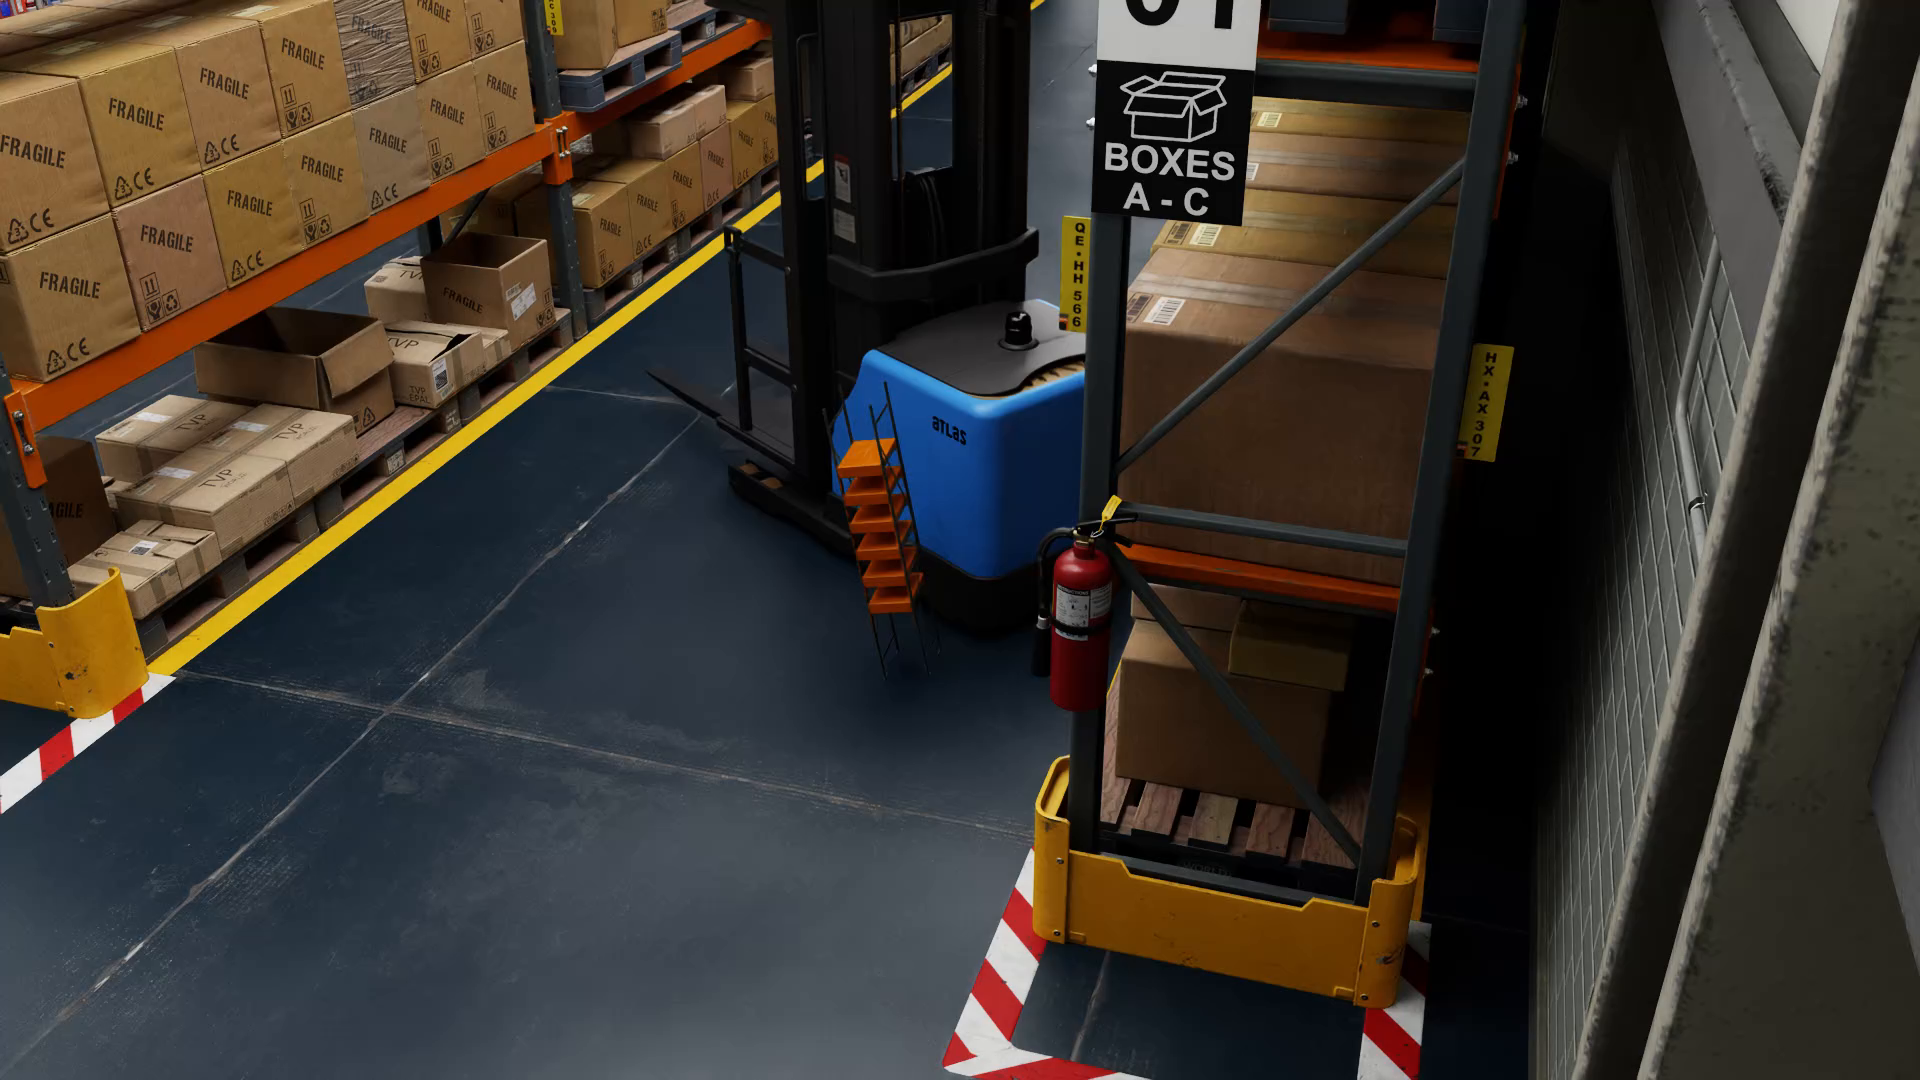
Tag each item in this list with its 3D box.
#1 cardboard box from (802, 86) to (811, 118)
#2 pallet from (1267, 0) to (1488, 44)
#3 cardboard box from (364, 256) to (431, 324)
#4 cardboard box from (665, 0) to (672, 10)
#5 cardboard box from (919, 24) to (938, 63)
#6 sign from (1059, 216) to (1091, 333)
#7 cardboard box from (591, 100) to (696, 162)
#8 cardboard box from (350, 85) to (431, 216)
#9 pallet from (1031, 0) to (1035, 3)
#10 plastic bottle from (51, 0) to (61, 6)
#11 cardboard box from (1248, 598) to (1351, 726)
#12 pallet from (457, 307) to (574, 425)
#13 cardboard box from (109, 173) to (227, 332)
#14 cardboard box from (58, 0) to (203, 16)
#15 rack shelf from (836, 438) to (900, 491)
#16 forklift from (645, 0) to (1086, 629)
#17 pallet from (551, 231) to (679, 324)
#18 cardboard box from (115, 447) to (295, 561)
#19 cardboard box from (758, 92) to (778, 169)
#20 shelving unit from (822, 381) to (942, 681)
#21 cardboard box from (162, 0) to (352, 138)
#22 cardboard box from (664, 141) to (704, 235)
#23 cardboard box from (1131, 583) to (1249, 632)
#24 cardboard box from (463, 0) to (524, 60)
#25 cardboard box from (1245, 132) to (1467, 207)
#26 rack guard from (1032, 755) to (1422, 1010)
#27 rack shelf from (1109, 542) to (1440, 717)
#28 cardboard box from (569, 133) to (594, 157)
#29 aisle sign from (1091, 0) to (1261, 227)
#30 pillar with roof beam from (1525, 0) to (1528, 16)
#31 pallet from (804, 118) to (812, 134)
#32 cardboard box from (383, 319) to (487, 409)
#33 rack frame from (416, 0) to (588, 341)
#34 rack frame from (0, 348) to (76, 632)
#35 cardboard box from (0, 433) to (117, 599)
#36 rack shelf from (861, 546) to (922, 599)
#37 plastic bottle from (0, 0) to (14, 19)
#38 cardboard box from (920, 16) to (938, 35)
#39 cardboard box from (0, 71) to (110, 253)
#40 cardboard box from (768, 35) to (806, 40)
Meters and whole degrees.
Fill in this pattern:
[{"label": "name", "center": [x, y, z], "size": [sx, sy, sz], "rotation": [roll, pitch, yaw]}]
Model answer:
[{"label": "cardboard box", "center": [-1.116, -3.632, 13.589], "size": [0.500, 0.250, 0.500], "rotation": [8, 30, 15]}, {"label": "pallet", "center": [1.045, -1.644, 4.625], "size": [1.003, 0.211, 1.213], "rotation": [8, 30, 15]}, {"label": "cardboard box", "center": [-3.055, -1.443, 9.571], "size": [0.500, 0.311, 0.500], "rotation": [8, 30, 15]}, {"label": "cardboard box", "center": [-2.265, -3.647, 10.685], "size": [0.700, 0.500, 0.500], "rotation": [1, 29, 2]}, {"label": "cardboard box", "center": [-0.521, -4.583, 15.298], "size": [0.500, 0.250, 0.500], "rotation": [9, 30, 16]}, {"label": "sign", "center": [0.323, -0.719, 4.522], "size": [0.100, 0.325, 0.005], "rotation": [8, 30, 15]}, {"label": "cardboard box", "center": [-2.056, -2.672, 10.815], "size": [0.500, 0.250, 0.500], "rotation": [9, 30, 15]}, {"label": "cardboard box", "center": [-2.925, -1.885, 7.951], "size": [0.500, 0.500, 0.500], "rotation": [9, 30, 16]}, {"label": "pallet", "center": [0.253, -6.021, 18.356], "size": [1.003, 0.211, 1.213], "rotation": [8, 30, 15]}, {"label": "plastic bottle", "center": [-6.559, -3.991, 11.970], "size": [0.097, 0.271, 0.097], "rotation": [0, 29, 0]}, {"label": "cardboard box", "center": [1.094, 0.311, 6.244], "size": [0.700, 0.500, 0.500], "rotation": [8, 30, 15]}, {"label": "pallet", "center": [-2.927, -1.052, 9.424], "size": [1.003, 0.211, 1.213], "rotation": [8, 30, 15]}, {"label": "cardboard box", "center": [-3.370, -1.183, 6.689], "size": [0.500, 0.500, 0.500], "rotation": [8, 30, 14]}, {"label": "cardboard box", "center": [-3.585, -2.173, 7.438], "size": [0.500, 0.500, 0.500], "rotation": [9, 30, 16]}, {"label": "rack shelf", "center": [-0.349, -0.296, 6.392], "size": [0.180, 0.103, 0.258], "rotation": [-3, 28, 15]}, {"label": "forklift", "center": [-0.474, -1.554, 7.528], "size": [1.130, 2.935, 3.031], "rotation": [-22, 36, -34]}, {"label": "pallet", "center": [-2.522, -1.754, 10.686], "size": [1.003, 0.211, 1.213], "rotation": [8, 30, 15]}, {"label": "cardboard box", "center": [-3.321, -0.166, 7.338], "size": [0.500, 0.250, 0.500], "rotation": [8, 30, 15]}, {"label": "cardboard box", "center": [-1.601, -3.080, 12.320], "size": [0.500, 0.500, 0.500], "rotation": [10, 31, 17]}, {"label": "shelving unit", "center": [-0.294, -0.019, 6.533], "size": [0.189, 1.200, 0.258], "rotation": [-3, 28, 15]}, {"label": "cardboard box", "center": [-3.071, -2.092, 7.293], "size": [0.500, 0.500, 0.500], "rotation": [8, 30, 14]}, {"label": "cardboard box", "center": [-2.050, -2.360, 11.026], "size": [0.500, 0.500, 0.500], "rotation": [9, 30, 15]}, {"label": "cardboard box", "center": [0.811, 0.175, 5.823], "size": [0.380, 0.149, 0.250], "rotation": [8, 30, 14]}, {"label": "cardboard box", "center": [-2.626, -2.798, 8.563], "size": [0.500, 0.500, 0.500], "rotation": [9, 30, 15]}, {"label": "cardboard box", "center": [1.413, -1.088, 6.311], "size": [0.980, 0.700, 0.700], "rotation": [7, 30, 12]}, {"label": "rack guard", "center": [0.831, 1.078, 5.298], "size": [1.175, 0.500, 0.348], "rotation": [8, 30, 15]}, {"label": "rack shelf", "center": [1.425, -0.641, 6.556], "size": [1.077, 0.370, 4.000], "rotation": [8, 30, 15]}, {"label": "cardboard box", "center": [-2.553, -2.421, 11.135], "size": [0.500, 0.500, 0.500], "rotation": [9, 30, 15]}, {"label": "aisle sign", "center": [0.530, -1.171, 4.095], "size": [0.394, 0.787, 0.004], "rotation": [8, 30, 15]}, {"label": "pillar with roof beam", "center": [2.040, -10.248, 16.916], "size": [9.100, 9.000, 0.400], "rotation": [8, 30, 15]}, {"label": "pallet", "center": [-1.272, -3.607, 14.017], "size": [1.003, 0.211, 1.213], "rotation": [8, 30, 15]}, {"label": "cardboard box", "center": [-2.841, -0.953, 8.691], "size": [0.500, 0.311, 0.500], "rotation": [8, 30, 15]}, {"label": "rack frame", "center": [-2.725, -2.590, 9.319], "size": [1.000, 3.000, 0.127], "rotation": [8, 30, 15]}, {"label": "rack frame", "center": [-3.899, -0.731, 5.978], "size": [1.000, 3.000, 0.127], "rotation": [8, 30, 15]}, {"label": "cardboard box", "center": [-3.975, -0.118, 6.996], "size": [0.500, 0.500, 0.500], "rotation": [8, 30, 15]}, {"label": "rack shelf", "center": [-0.266, 0.125, 6.607], "size": [0.180, 0.103, 0.258], "rotation": [-3, 28, 15]}, {"label": "plastic bottle", "center": [-6.683, -3.769, 11.560], "size": [0.061, 0.283, 0.133], "rotation": [8, 30, 15]}, {"label": "cardboard box", "center": [-0.517, -4.831, 15.168], "size": [0.500, 0.311, 0.500], "rotation": [8, 30, 15]}, {"label": "cardboard box", "center": [-3.517, -1.380, 6.013], "size": [0.500, 0.500, 0.500], "rotation": [9, 30, 16]}, {"label": "cardboard box", "center": [-1.486, -4.196, 14.028], "size": [0.500, 0.311, 0.500], "rotation": [8, 30, 14]}]
